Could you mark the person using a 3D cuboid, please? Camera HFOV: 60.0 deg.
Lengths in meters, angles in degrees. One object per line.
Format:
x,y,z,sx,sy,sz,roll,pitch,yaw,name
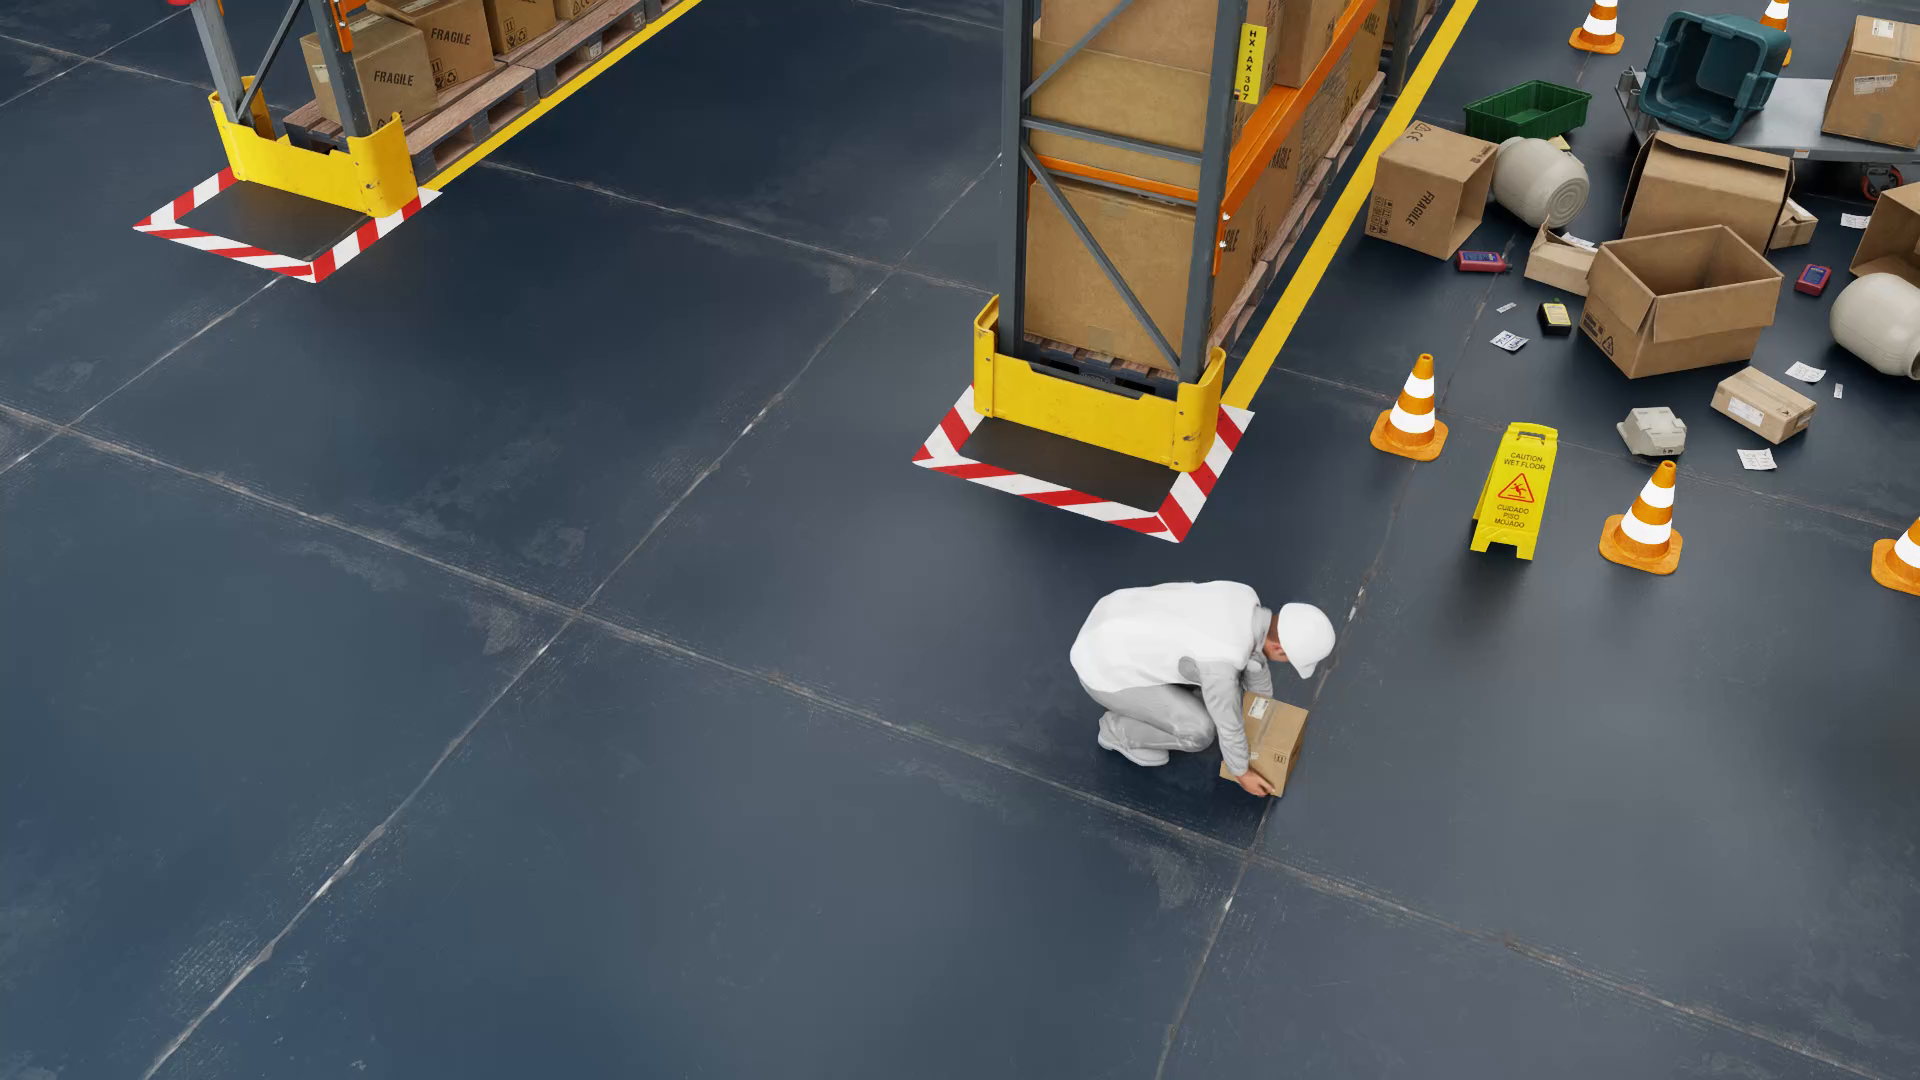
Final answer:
0.904,0.510,6.336,0.944,0.864,0.528,17,44,18,person
